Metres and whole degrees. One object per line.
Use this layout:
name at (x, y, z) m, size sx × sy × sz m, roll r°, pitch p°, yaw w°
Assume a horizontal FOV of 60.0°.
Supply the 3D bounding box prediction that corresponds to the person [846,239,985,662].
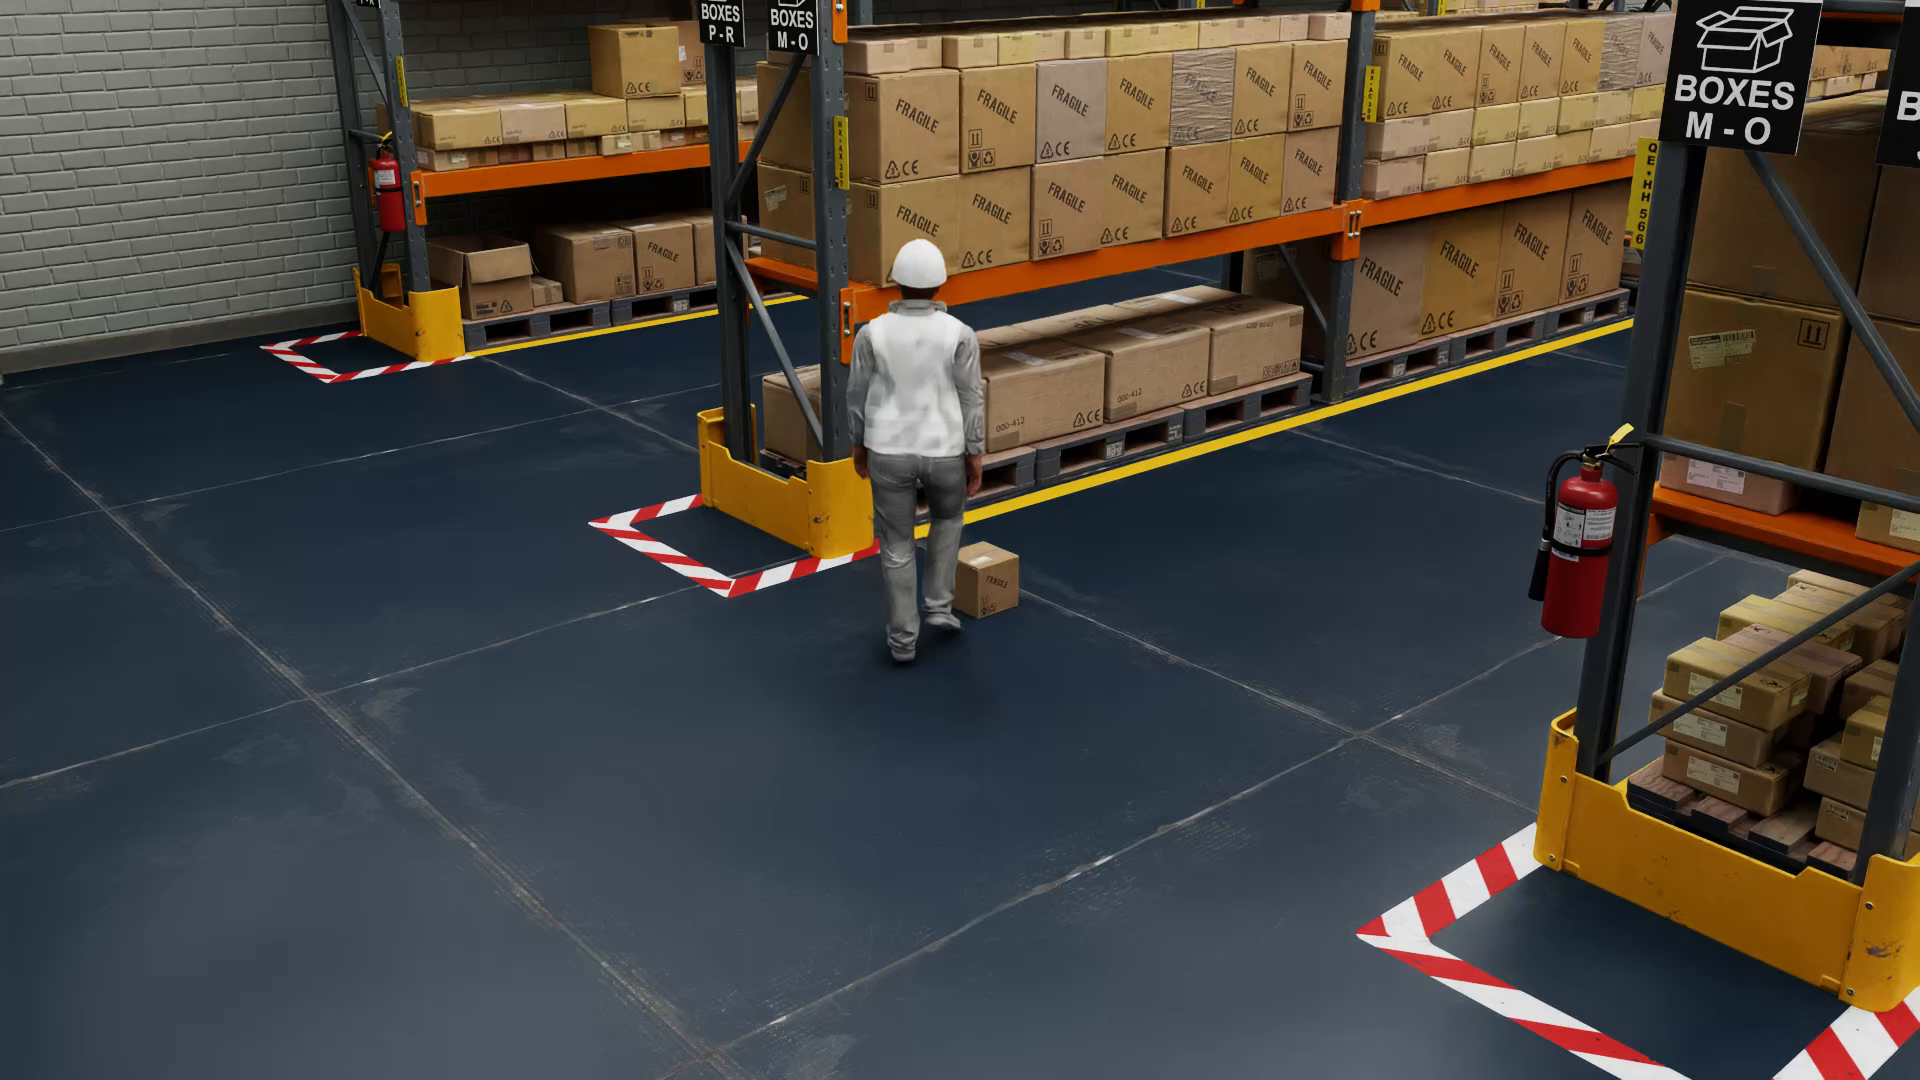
person at (-0.190, -0.371, 7.002) m, size 0.568 × 1.794 × 0.527 m, roll -2°, pitch 21°, yaw -5°
